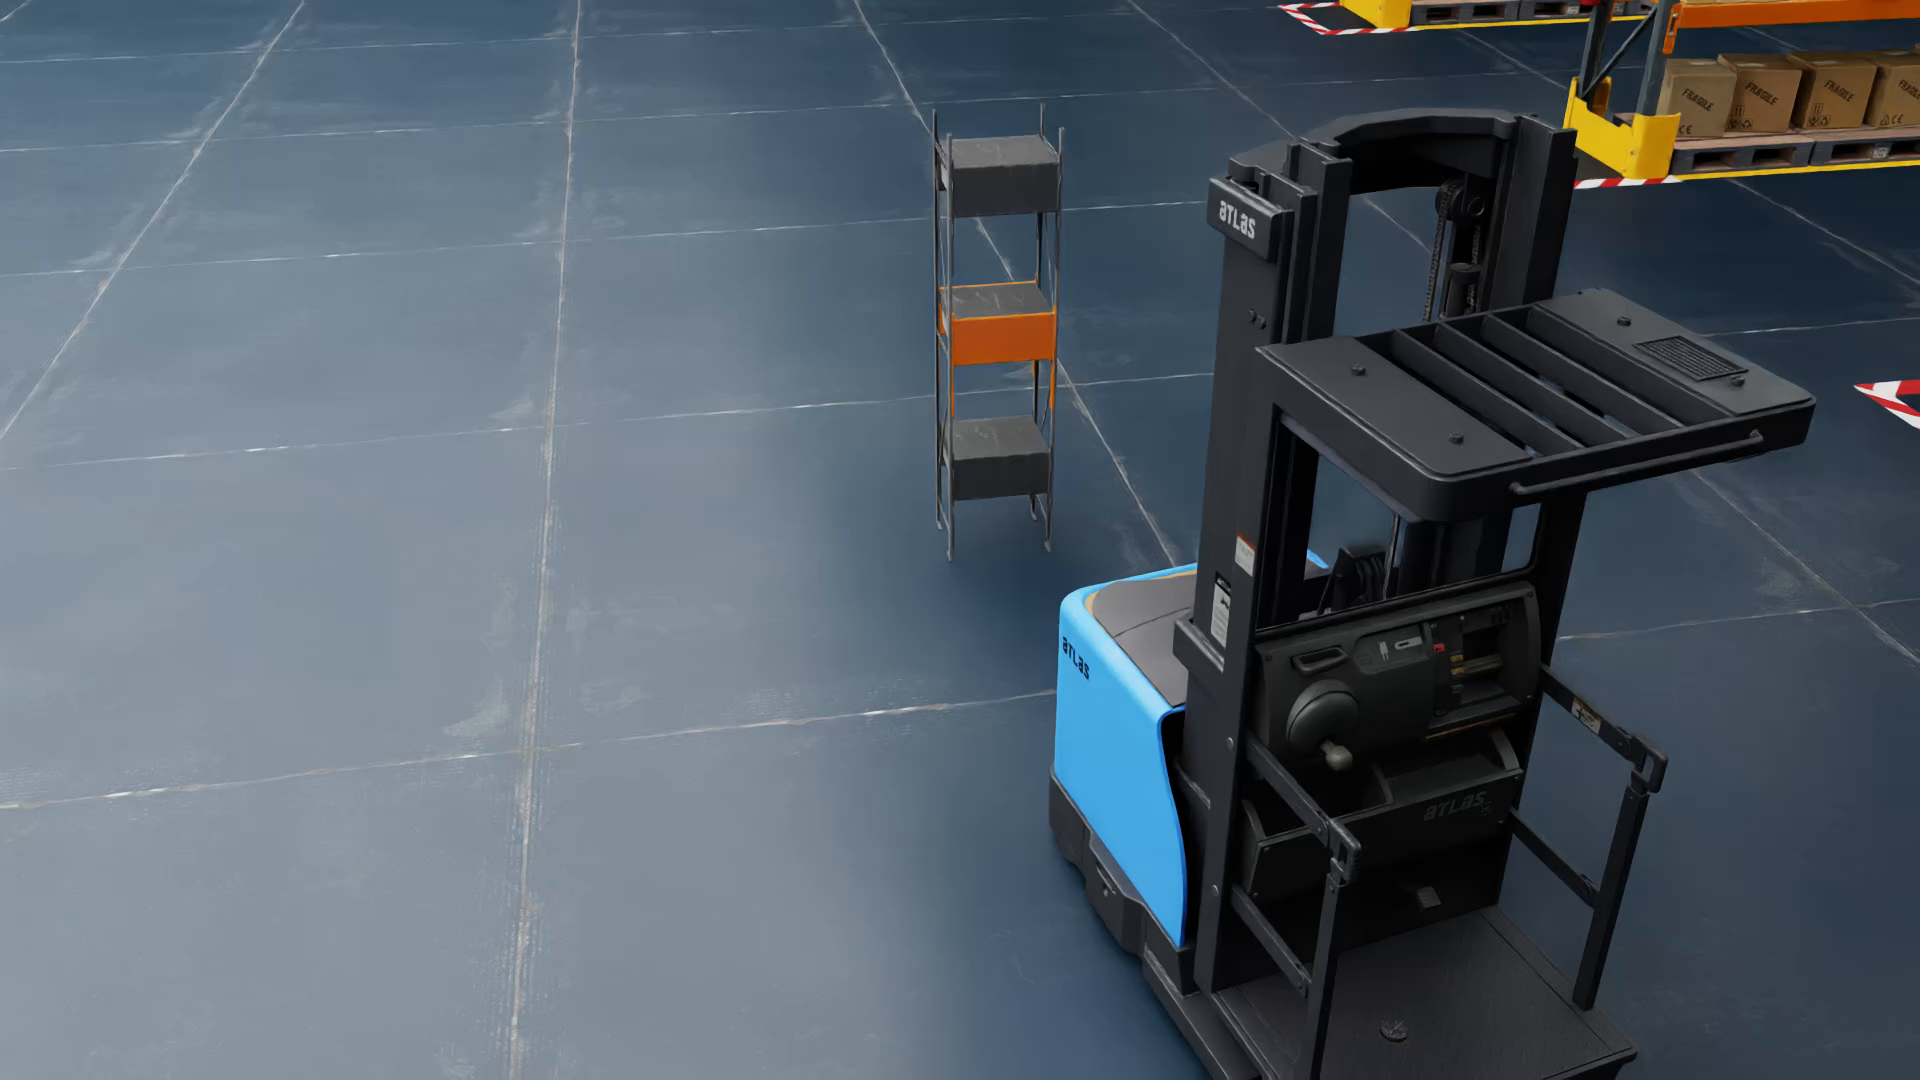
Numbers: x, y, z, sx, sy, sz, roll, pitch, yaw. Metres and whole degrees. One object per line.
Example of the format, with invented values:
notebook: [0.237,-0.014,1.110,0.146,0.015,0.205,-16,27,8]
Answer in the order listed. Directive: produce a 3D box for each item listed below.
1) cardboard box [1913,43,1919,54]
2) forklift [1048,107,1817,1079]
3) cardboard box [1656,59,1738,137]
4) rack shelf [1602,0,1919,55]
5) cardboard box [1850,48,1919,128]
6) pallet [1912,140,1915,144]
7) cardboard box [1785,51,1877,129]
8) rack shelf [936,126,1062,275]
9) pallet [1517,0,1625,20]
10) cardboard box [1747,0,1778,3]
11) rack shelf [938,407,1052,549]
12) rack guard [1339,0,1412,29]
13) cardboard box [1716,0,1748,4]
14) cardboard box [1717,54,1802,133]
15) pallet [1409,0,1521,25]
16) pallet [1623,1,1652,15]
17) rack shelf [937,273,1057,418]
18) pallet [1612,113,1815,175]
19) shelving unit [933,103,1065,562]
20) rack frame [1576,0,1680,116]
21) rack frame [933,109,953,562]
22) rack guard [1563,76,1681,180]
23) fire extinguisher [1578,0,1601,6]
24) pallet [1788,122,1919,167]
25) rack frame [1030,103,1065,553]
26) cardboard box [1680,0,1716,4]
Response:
cardboard box: [8.223,-3.812,13.825,0.500,0.500,0.500,4,31,7]
forklift: [1.353,0.444,4.603,1.130,2.935,3.031,-12,32,-19]
cardboard box: [5.868,-3.568,13.411,0.500,0.500,0.500,0,30,0]
rack shelf: [7.218,-4.288,13.294,4.000,0.370,1.077,-5,31,-9]
cardboard box: [7.626,-3.716,13.662,0.500,0.500,0.500,-8,31,-13]
pallet: [8.531,-3.500,13.994,1.213,0.211,1.003,-5,31,-9]
cardboard box: [7.069,-3.687,13.614,0.500,0.500,0.500,-3,31,-4]
rack shelf: [0.163,-1.512,7.396,0.480,0.518,0.431,-5,31,-9]
pallet: [6.423,-5.895,18.067,1.213,0.211,1.003,-5,31,-9]
cardboard box: [6.072,-4.243,12.755,0.250,0.149,0.380,-5,31,-9]
rack shelf: [0.163,-0.305,8.105,0.480,0.518,0.431,-5,31,-9]
rack guard: [4.425,-5.838,17.686,0.348,0.500,1.175,-5,31,-9]
cardboard box: [5.824,-4.228,12.729,0.250,0.149,0.380,-5,31,-9]
cardboard box: [6.450,-3.640,13.532,0.500,0.500,0.500,2,31,4]
pallet: [5.225,-5.785,17.881,1.213,0.211,1.003,-5,31,-9]
pallet: [7.625,-6.008,18.259,1.213,0.211,1.003,-5,31,-9]
rack shelf: [0.163,-0.908,7.750,0.480,0.518,0.431,-5,31,-9]
pallet: [6.131,-3.277,13.615,1.213,0.211,1.003,-5,31,-9]
shelving unit: [0.163,-0.920,7.743,0.503,2.100,0.431,-5,31,-9]
rack frame: [5.251,-4.416,12.801,0.127,3.000,1.000,-5,31,-9]
rack frame: [-0.077,-0.898,7.706,0.015,2.100,0.400,-5,31,-9]
rack guard: [5.326,-3.345,13.446,0.348,0.500,1.175,-5,31,-9]
fire extinguisher: [5.055,-4.602,13.193,0.183,0.674,0.296,-5,31,-9]
pallet: [7.329,-3.387,13.802,1.213,0.211,1.003,-5,31,-9]
rack frame: [0.403,-0.943,7.781,0.015,2.100,0.400,-5,31,-9]
cardboard box: [5.574,-4.215,12.706,0.250,0.149,0.380,-5,31,-9]
